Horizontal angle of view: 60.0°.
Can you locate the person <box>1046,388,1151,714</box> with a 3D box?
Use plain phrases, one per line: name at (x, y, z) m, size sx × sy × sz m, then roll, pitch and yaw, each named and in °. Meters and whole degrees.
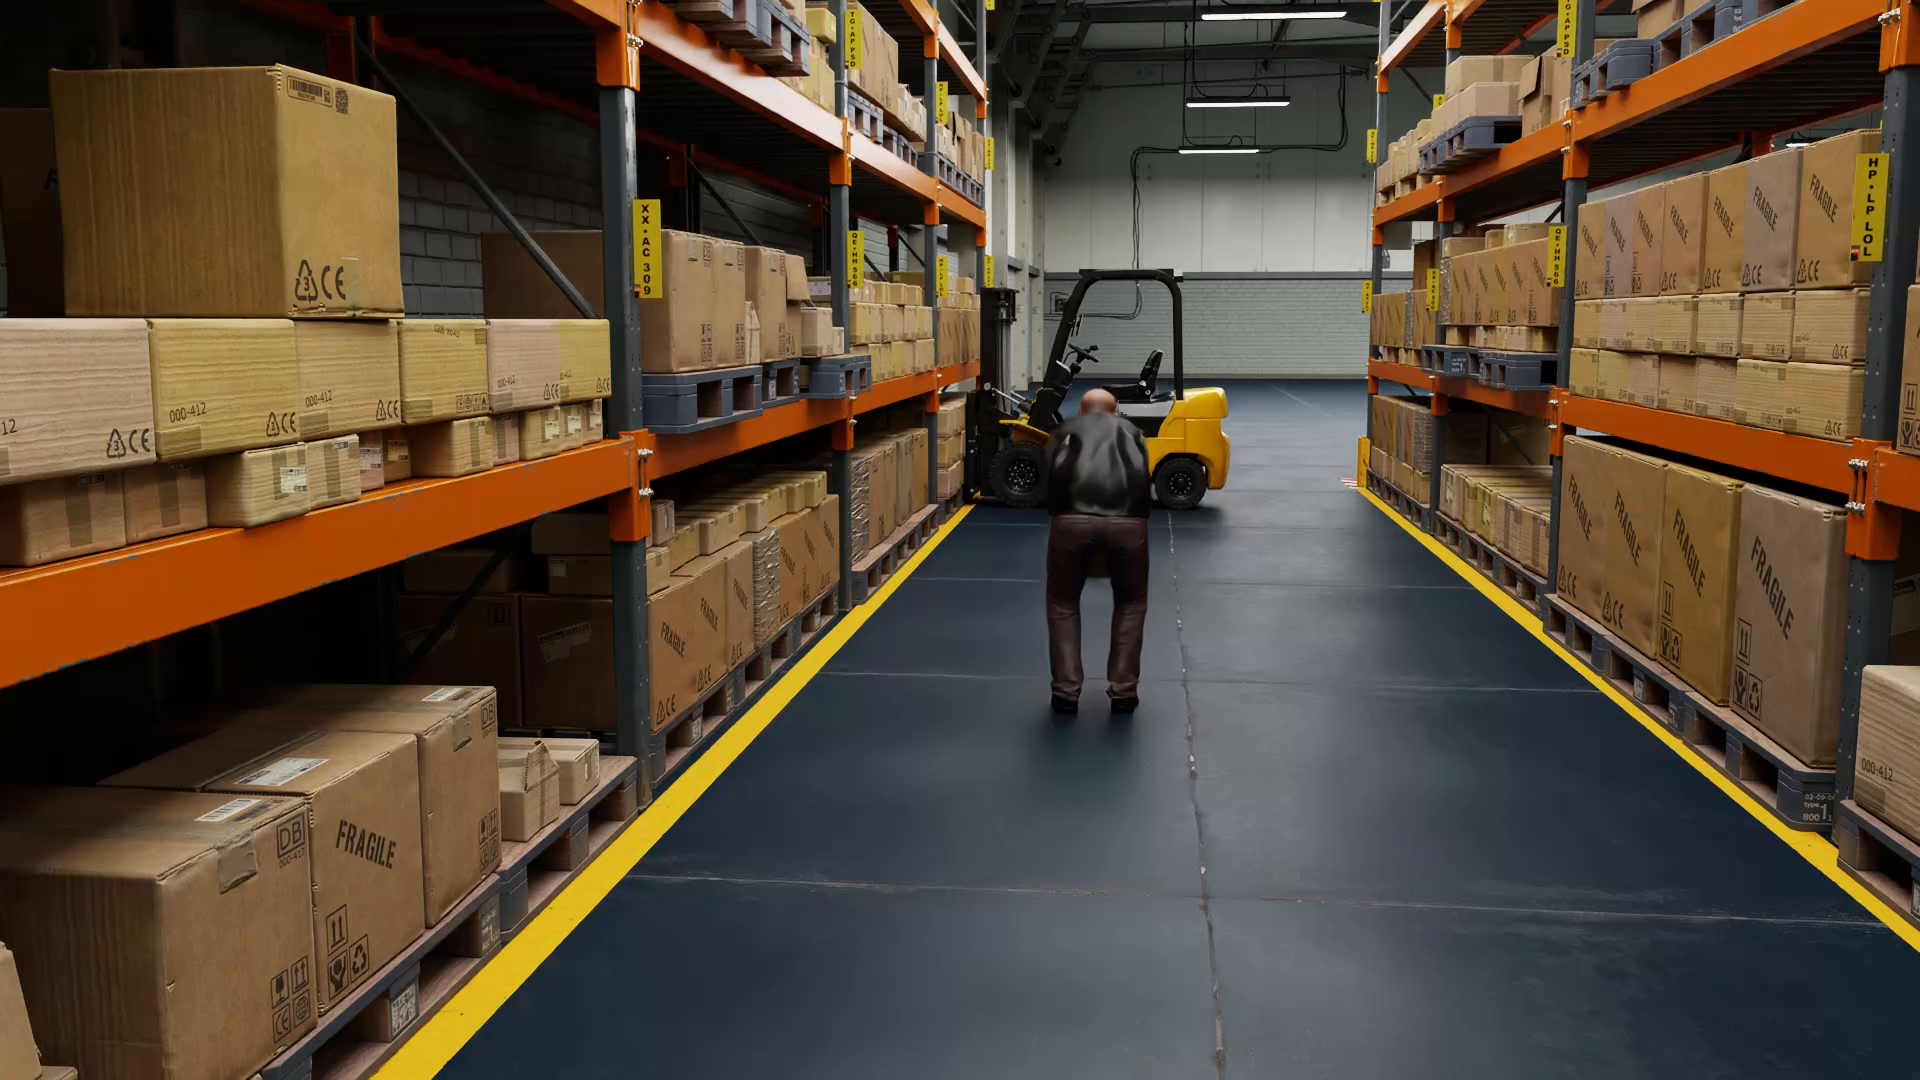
person at (0.610, 0.033, 7.419) m, size 0.464 × 1.389 × 0.860 m, roll 1°, pitch 8°, yaw 5°
